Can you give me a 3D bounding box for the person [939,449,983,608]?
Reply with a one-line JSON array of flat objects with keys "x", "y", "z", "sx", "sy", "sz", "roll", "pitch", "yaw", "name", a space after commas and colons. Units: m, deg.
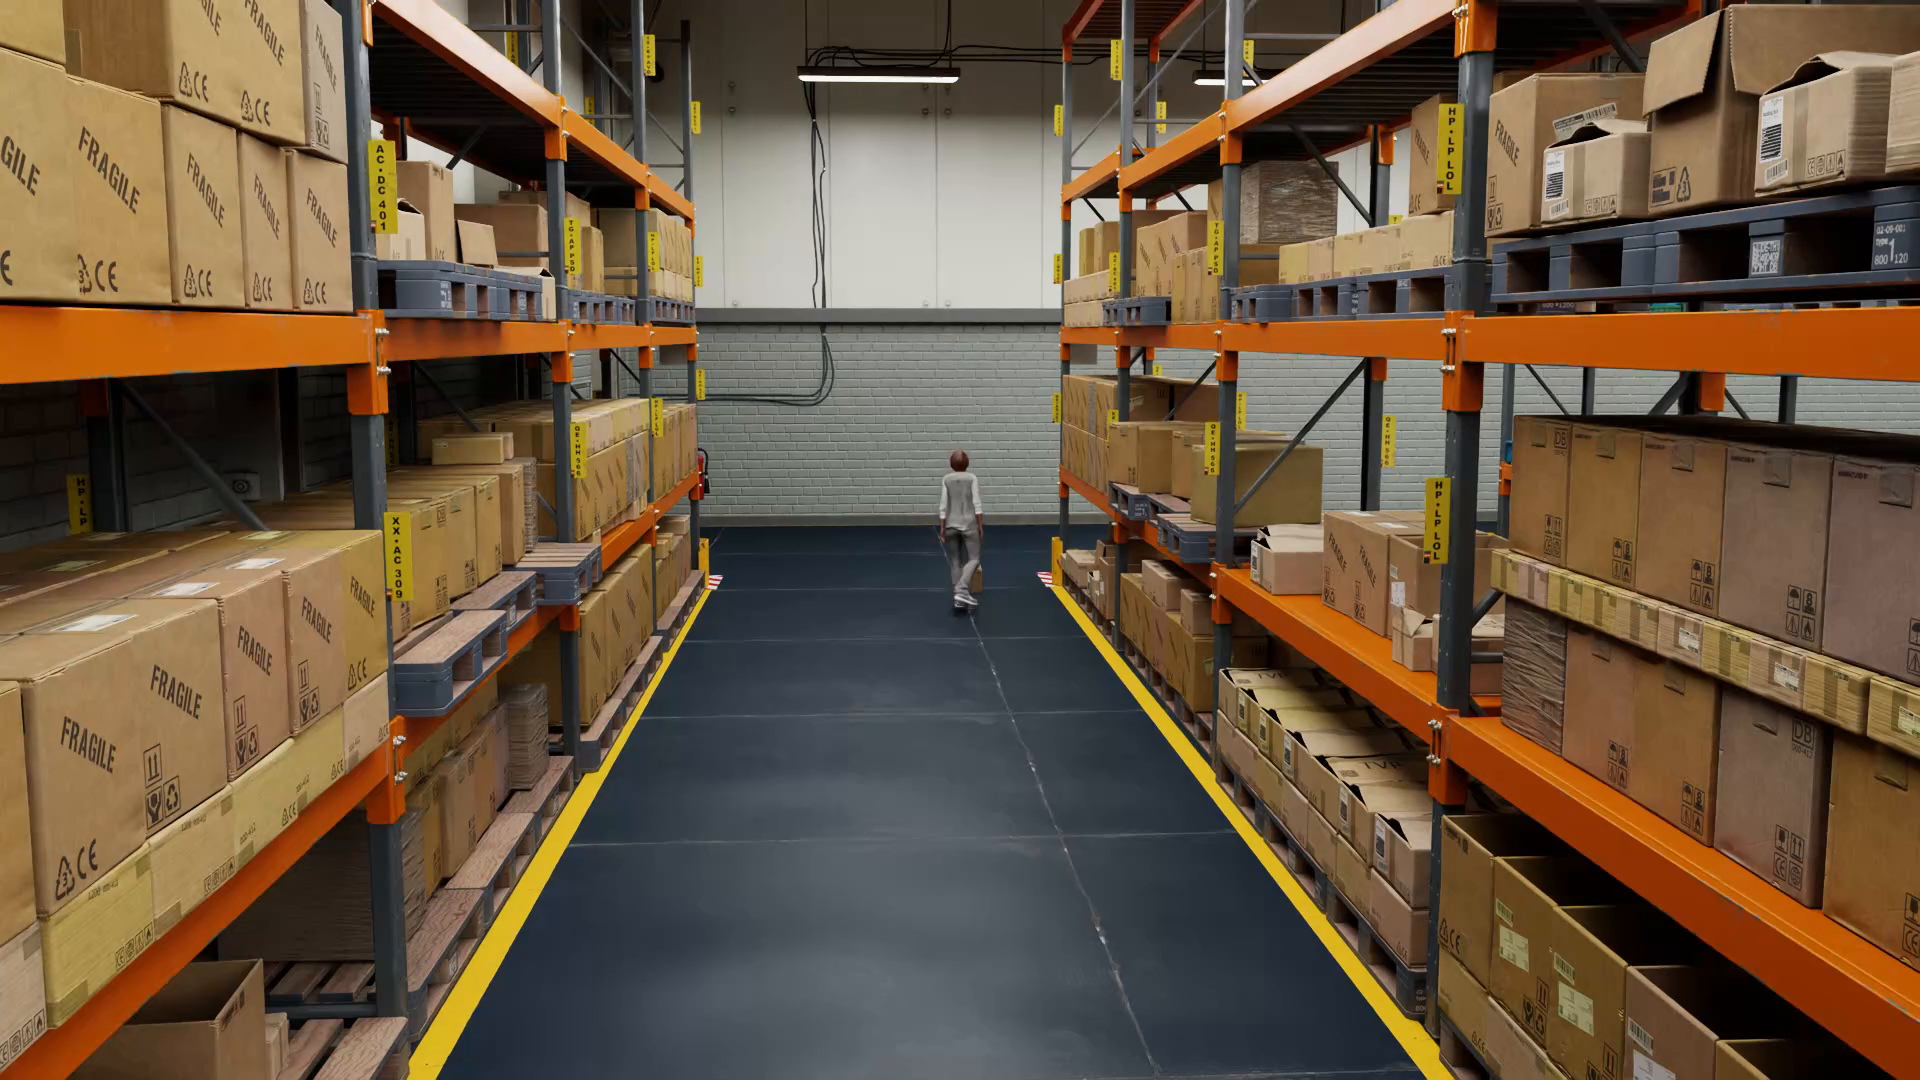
[{"x": -0.001, "y": -0.100, "z": 16.583, "sx": 0.437, "sy": 1.595, "sz": 0.512, "roll": 2, "pitch": 7, "yaw": 15, "name": "person"}]
